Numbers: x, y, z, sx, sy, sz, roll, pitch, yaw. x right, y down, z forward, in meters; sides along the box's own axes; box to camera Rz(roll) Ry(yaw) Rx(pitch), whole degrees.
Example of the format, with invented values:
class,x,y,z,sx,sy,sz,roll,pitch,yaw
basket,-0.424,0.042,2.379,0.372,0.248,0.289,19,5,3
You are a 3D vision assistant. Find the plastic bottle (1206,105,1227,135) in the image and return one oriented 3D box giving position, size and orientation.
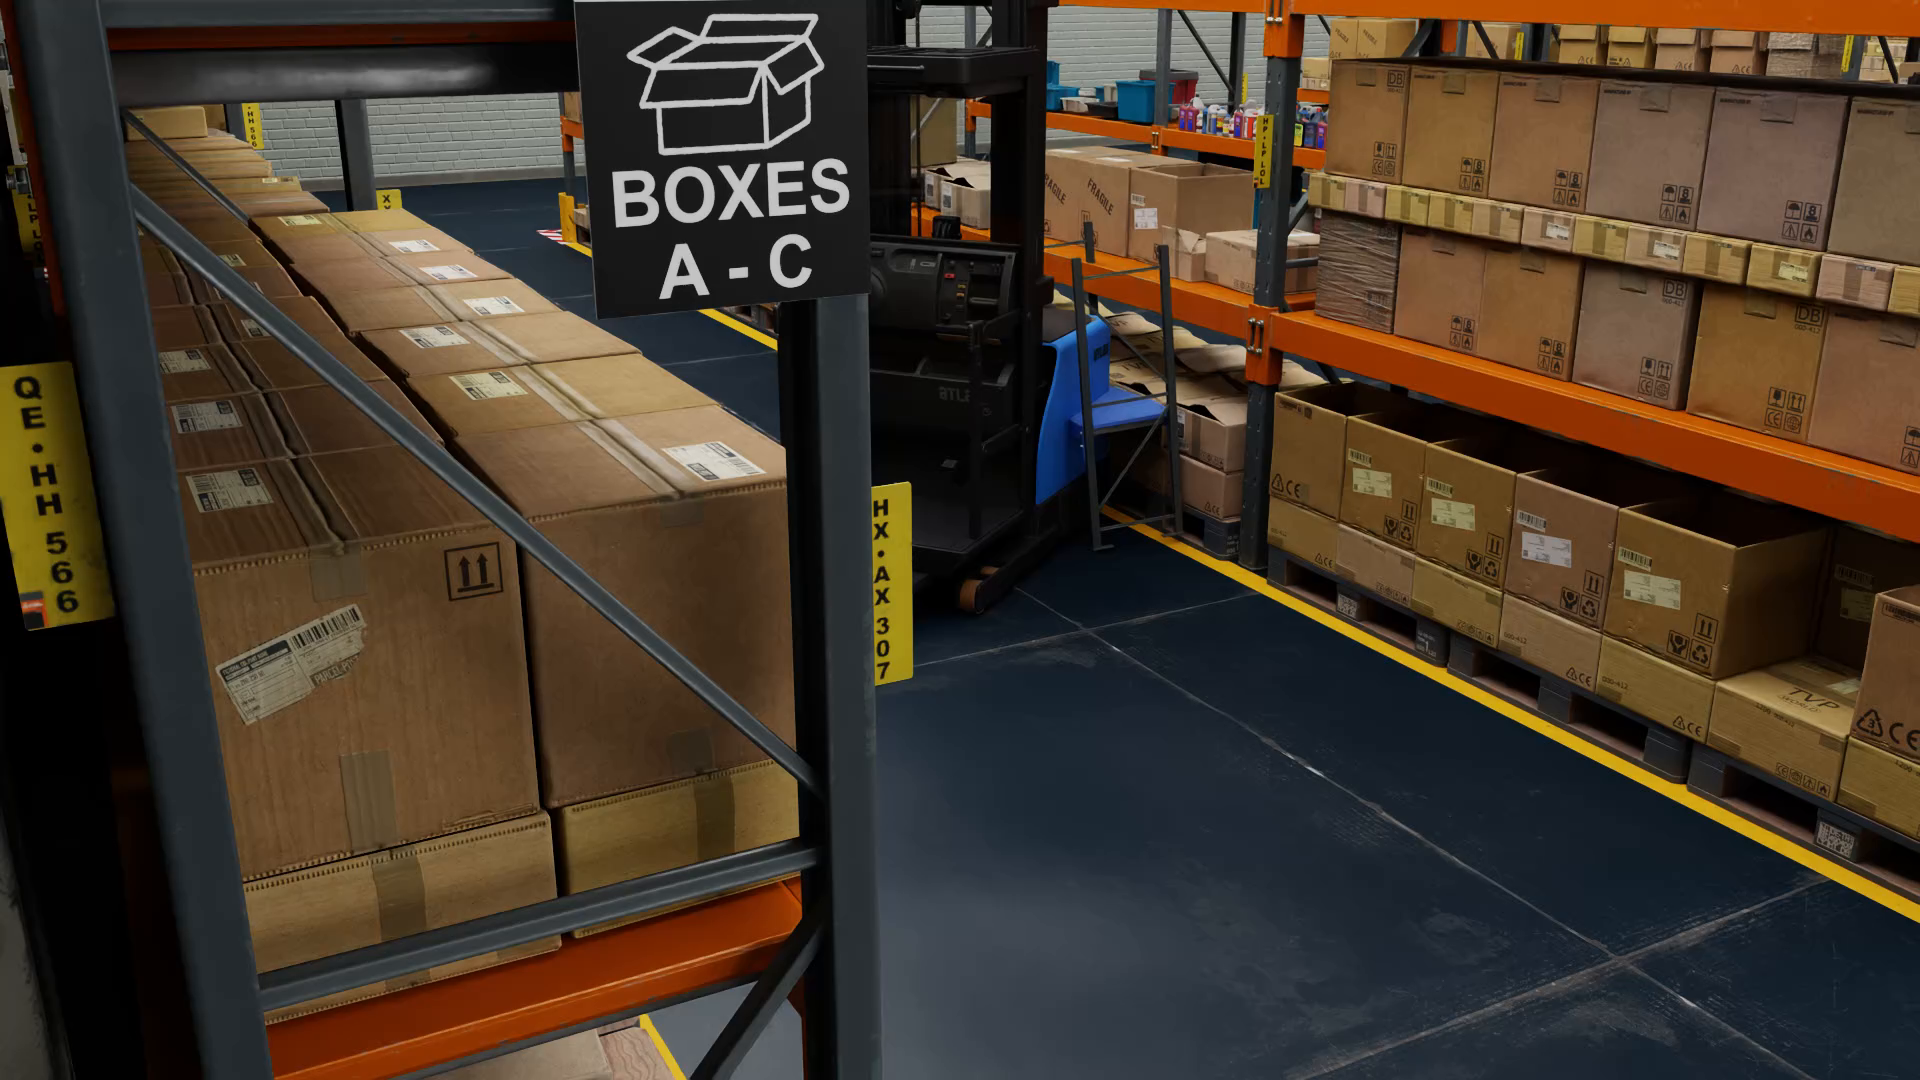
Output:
class,x,y,z,sx,sy,sz,roll,pitch,yaw
plastic bottle,2.482,-4.058,16.060,0.152,0.276,0.135,-10,21,-27

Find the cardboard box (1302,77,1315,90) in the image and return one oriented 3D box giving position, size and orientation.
class,x,y,z,sx,sy,sz,roll,pitch,yaw
cardboard box,4.761,-6.057,22.049,0.380,0.149,0.250,-10,21,-26

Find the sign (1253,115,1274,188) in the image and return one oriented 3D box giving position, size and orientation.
class,x,y,z,sx,sy,sz,roll,pitch,yaw
sign,1.388,-1.774,7.597,0.100,0.325,0.005,-10,21,-27

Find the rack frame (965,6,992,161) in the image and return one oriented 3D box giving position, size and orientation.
class,x,y,z,sx,sy,sz,roll,pitch,yaw
rack frame,0.524,-5.562,20.228,1.000,3.000,0.127,-10,21,-27

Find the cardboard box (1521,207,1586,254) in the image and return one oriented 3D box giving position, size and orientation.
class,x,y,z,sx,sy,sz,roll,pitch,yaw
cardboard box,2.434,-1.228,6.522,0.380,0.149,0.250,-11,22,-28

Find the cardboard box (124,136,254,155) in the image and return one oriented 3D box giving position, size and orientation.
class,x,y,z,sx,sy,sz,roll,pitch,yaw
cardboard box,-3.875,-1.696,8.198,0.700,0.500,0.500,-12,23,-32

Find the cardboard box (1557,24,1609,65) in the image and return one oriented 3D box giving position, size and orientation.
class,x,y,z,sx,sy,sz,roll,pitch,yaw
cardboard box,7.093,-5.520,18.416,0.797,0.503,0.637,-11,22,-28

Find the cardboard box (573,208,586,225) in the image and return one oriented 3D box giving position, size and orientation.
class,x,y,z,sx,sy,sz,roll,pitch,yaw
cardboard box,-3.941,-3.483,17.899,0.380,0.149,0.250,-10,21,-27

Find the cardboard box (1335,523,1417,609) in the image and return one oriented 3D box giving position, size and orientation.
class,x,y,z,sx,sy,sz,roll,pitch,yaw
cardboard box,2.048,0.075,7.465,0.500,0.250,0.500,-10,21,-27

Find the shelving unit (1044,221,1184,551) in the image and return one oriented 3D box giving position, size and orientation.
class,x,y,z,sx,sy,sz,roll,pitch,yaw
shelving unit,0.699,-0.844,8.795,0.538,1.500,1.048,-11,20,-14

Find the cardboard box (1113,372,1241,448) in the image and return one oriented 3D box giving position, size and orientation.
class,x,y,z,sx,sy,sz,roll,pitch,yaw
cardboard box,1.164,-0.735,8.952,0.500,0.311,0.500,-9,21,-25

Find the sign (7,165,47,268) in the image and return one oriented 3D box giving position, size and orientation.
class,x,y,z,sx,sy,sz,roll,pitch,yaw
sign,-2.983,-1.043,5.357,0.100,0.325,0.005,-10,21,-27

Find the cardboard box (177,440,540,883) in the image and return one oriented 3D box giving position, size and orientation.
class,x,y,z,sx,sy,sz,roll,pitch,yaw
cardboard box,-1.008,0.170,2.666,0.500,0.500,0.500,-10,22,-27

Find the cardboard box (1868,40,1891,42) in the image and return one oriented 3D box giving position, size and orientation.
class,x,y,z,sx,sy,sz,roll,pitch,yaw
cardboard box,11.558,-6.196,20.895,0.380,0.149,0.250,-9,21,-24

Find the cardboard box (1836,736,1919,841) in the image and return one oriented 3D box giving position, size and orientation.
class,x,y,z,sx,sy,sz,roll,pitch,yaw
cardboard box,3.246,0.790,5.391,0.500,0.250,0.500,-10,21,-27

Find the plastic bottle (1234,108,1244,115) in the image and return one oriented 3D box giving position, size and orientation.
class,x,y,z,sx,sy,sz,roll,pitch,yaw
plastic bottle,2.794,-4.232,16.679,0.097,0.201,0.097,0,19,0

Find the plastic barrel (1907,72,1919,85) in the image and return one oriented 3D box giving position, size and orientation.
class,x,y,z,sx,sy,sz,roll,pitch,yaw
plastic barrel,6.305,-2.512,10.621,0.600,0.901,0.708,-10,21,-27

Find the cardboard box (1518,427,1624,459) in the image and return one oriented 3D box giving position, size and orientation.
class,x,y,z,sx,sy,sz,roll,pitch,yaw
cardboard box,2.742,-0.217,7.159,0.500,0.500,0.500,-10,21,-27

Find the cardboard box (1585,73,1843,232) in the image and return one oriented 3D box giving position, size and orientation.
class,x,y,z,sx,sy,sz,roll,pitch,yaw
cardboard box,2.792,-1.453,6.178,0.700,0.500,0.500,-10,21,-27

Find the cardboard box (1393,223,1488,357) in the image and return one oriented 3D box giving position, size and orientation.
class,x,y,z,sx,sy,sz,roll,pitch,yaw
cardboard box,2.334,-1.121,7.206,0.700,0.500,0.500,-10,22,-27

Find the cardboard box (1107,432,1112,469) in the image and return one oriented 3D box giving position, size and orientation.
class,x,y,z,sx,sy,sz,roll,pitch,yaw
cardboard box,0.927,-0.616,9.467,0.500,0.250,0.500,-9,21,-25

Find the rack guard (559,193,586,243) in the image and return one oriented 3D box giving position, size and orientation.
class,x,y,z,sx,sy,sz,roll,pitch,yaw
rack guard,-3.801,-3.592,18.352,1.175,0.500,0.348,-10,21,-27

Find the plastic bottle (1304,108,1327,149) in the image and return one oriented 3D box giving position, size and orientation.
class,x,y,z,sx,sy,sz,roll,pitch,yaw
plastic bottle,3.174,-3.672,14.828,0.144,0.351,0.185,-10,21,-27

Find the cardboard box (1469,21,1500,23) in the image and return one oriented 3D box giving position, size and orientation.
class,x,y,z,sx,sy,sz,roll,pitch,yaw
cardboard box,6.302,-6.073,20.335,0.500,0.500,0.500,-11,22,-28

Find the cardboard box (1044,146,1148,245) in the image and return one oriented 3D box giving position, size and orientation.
class,x,y,z,sx,sy,sz,roll,pitch,yaw
cardboard box,0.773,-2.067,9.948,0.500,0.500,0.500,-11,22,-30

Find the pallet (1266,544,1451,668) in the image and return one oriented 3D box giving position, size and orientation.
class,x,y,z,sx,sy,sz,roll,pitch,yaw
pallet,2.202,0.202,7.799,1.003,0.211,1.213,-10,21,-27

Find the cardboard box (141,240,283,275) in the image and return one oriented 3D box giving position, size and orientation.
class,x,y,z,sx,sy,sz,roll,pitch,yaw
cardboard box,-2.215,-0.559,4.780,0.500,0.500,0.500,-10,21,-27

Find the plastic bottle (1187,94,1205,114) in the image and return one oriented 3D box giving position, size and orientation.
class,x,y,z,sx,sy,sz,roll,pitch,yaw
plastic bottle,2.324,-4.228,16.437,0.144,0.351,0.185,-10,21,-27

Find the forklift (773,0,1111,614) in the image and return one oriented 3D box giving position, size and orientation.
class,x,y,z,sx,sy,sz,roll,pitch,yaw
forklift,-0.266,-1.202,7.698,1.130,2.935,3.031,9,21,24

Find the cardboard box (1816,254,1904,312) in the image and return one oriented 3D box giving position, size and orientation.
class,x,y,z,sx,sy,sz,roll,pitch,yaw
cardboard box,3.047,-0.858,5.447,0.380,0.149,0.250,-10,21,-26

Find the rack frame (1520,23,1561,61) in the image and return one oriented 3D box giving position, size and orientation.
class,x,y,z,sx,sy,sz,roll,pitch,yaw
rack frame,6.782,-5.181,19.124,1.000,3.000,0.127,-10,21,-27

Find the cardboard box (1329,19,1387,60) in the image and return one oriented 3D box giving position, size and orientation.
class,x,y,z,sx,sy,sz,roll,pitch,yaw
cardboard box,5.111,-6.430,21.369,0.500,0.500,0.500,-11,22,-28

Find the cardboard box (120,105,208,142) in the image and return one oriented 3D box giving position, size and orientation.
class,x,y,z,sx,sy,sz,roll,pitch,yaw
cardboard box,-4.040,-2.108,8.397,0.380,0.149,0.250,-14,24,-36

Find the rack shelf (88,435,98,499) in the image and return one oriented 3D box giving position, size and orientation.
class,x,y,z,sx,sy,sz,roll,pitch,yaw
rack shelf,-3.446,-0.817,7.579,1.077,0.370,4.000,-10,21,-27

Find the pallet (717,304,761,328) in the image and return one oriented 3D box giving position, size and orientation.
class,x,y,z,sx,sy,sz,roll,pitch,yaw
pallet,-1.518,-2.102,14.475,1.003,0.211,1.213,-10,21,-27

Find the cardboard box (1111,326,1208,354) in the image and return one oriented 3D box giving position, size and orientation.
class,x,y,z,sx,sy,sz,roll,pitch,yaw
cardboard box,1.153,-1.113,10.047,0.500,0.311,0.500,-9,21,-25

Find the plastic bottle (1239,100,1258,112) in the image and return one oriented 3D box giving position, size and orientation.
class,x,y,z,sx,sy,sz,roll,pitch,yaw
plastic bottle,2.895,-4.292,16.738,0.152,0.276,0.135,-10,21,-27

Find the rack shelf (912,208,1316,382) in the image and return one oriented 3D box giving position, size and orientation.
class,x,y,z,sx,sy,sz,roll,pitch,yaw
rack shelf,0.911,-1.585,9.806,1.077,0.370,4.000,-10,21,-27

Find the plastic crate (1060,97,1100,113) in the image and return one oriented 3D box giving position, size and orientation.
class,x,y,z,sx,sy,sz,roll,pitch,yaw
plastic crate,1.332,-4.771,18.248,0.293,0.136,0.466,-10,21,-27

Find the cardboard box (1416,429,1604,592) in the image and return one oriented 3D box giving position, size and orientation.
class,x,y,z,sx,sy,sz,roll,pitch,yaw
cardboard box,2.281,-0.136,6.924,0.500,0.500,0.500,-10,21,-27

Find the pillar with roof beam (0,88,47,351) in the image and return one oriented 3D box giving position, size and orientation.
class,x,y,z,sx,sy,sz,roll,pitch,yaw
pillar with roof beam,-3.600,-6.449,13.601,9.100,9.000,0.400,-10,21,-27

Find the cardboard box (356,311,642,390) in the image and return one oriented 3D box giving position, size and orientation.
class,x,y,z,sx,sy,sz,roll,pitch,yaw
cardboard box,-1.025,-0.204,3.750,0.500,0.500,0.500,-11,22,-28

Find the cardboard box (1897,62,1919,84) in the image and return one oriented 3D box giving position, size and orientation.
class,x,y,z,sx,sy,sz,roll,pitch,yaw
cardboard box,8.973,-4.130,15.280,0.500,0.500,0.500,-13,23,-33

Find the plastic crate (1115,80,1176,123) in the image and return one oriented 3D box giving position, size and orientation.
class,x,y,z,sx,sy,sz,roll,pitch,yaw
plastic crate,1.901,-4.516,17.129,0.392,0.384,0.575,-10,21,-27

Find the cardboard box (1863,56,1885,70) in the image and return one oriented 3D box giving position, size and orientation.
class,x,y,z,sx,sy,sz,roll,pitch,yaw
cardboard box,11.225,-5.808,20.227,0.380,0.149,0.250,-9,21,-25

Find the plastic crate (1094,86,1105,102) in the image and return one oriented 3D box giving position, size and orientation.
class,x,y,z,sx,sy,sz,roll,pitch,yaw
plastic crate,1.725,-4.961,18.652,0.416,0.233,0.300,-10,21,-27

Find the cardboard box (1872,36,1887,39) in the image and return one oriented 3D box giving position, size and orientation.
class,x,y,z,sx,sy,sz,roll,pitch,yaw
cardboard box,14.084,-7.908,25.342,0.500,0.500,0.500,-10,21,-27

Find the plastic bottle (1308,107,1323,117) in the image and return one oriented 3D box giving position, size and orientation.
class,x,y,z,sx,sy,sz,roll,pitch,yaw
plastic bottle,3.372,-4.004,15.903,0.152,0.276,0.135,-10,21,-27

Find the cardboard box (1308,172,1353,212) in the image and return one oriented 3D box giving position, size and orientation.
class,x,y,z,sx,sy,sz,roll,pitch,yaw
cardboard box,1.818,-1.598,7.592,0.380,0.149,0.250,-10,21,-27

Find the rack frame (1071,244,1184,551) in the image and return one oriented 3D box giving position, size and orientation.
class,x,y,z,sx,sy,sz,roll,pitch,yaw
rack frame,0.848,-0.697,8.331,0.500,1.500,0.032,-11,20,-14
